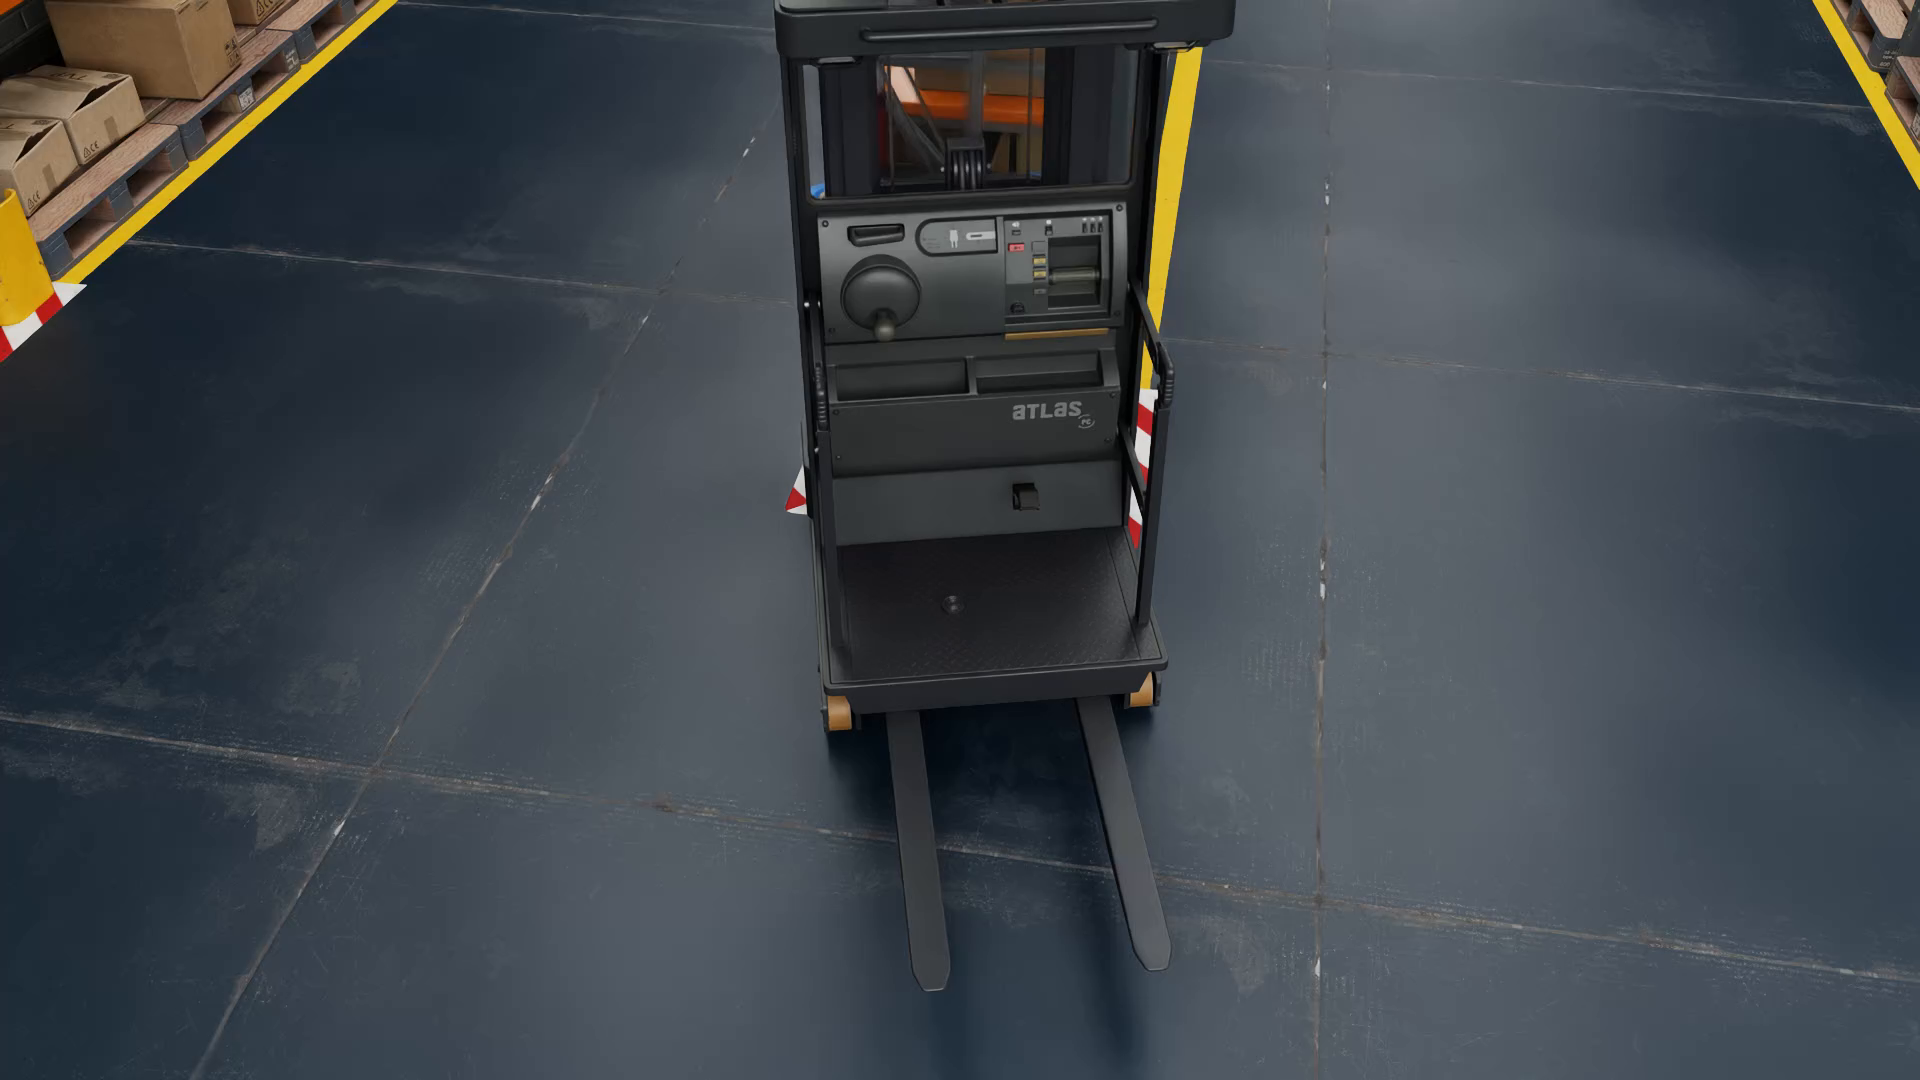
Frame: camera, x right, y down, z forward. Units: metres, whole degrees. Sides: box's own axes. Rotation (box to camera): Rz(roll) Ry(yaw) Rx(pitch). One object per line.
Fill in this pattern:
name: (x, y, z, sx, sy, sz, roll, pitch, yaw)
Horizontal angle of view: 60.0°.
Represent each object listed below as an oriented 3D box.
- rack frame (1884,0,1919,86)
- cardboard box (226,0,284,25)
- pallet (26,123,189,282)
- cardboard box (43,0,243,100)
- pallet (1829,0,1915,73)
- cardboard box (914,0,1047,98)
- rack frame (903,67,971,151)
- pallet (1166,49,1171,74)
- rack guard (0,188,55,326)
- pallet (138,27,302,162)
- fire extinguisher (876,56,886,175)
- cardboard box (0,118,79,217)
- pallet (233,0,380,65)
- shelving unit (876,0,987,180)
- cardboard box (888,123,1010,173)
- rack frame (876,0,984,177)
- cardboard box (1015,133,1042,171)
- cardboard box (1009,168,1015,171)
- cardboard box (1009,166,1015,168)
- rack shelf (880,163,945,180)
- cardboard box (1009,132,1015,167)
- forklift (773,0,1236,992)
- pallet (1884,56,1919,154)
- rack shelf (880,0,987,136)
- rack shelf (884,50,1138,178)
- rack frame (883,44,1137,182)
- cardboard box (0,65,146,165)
rack frame: (5.692, -3.644, 8.304, 1.000, 3.000, 0.127, 6, 40, 8)
cardboard box: (-4.206, -3.287, 9.488, 0.500, 0.500, 0.500, 4, 40, 4)
pallet: (-4.569, -1.705, 8.147, 1.003, 0.211, 1.213, 6, 40, 8)
cardboard box: (-4.275, -2.669, 8.741, 0.700, 0.500, 0.500, 4, 40, 5)
pallet: (5.790, -3.067, 9.793, 1.003, 0.211, 1.213, 6, 40, 8)
cardboard box: (0.215, -2.012, 6.252, 0.700, 0.500, 0.500, 6, 40, 8)
rack frame: (-0.140, -1.238, 6.351, 0.400, 2.100, 0.015, 1, 32, -1)
pallet: (0.635, -2.624, 9.258, 1.003, 0.211, 1.213, 6, 40, 8)
rack guard: (-4.745, -1.311, 7.443, 1.175, 0.500, 0.348, 6, 40, 8)
pallet: (-4.356, -2.469, 9.070, 1.003, 0.211, 1.213, 6, 40, 8)
fire extinguisher: (-0.356, -1.630, 5.928, 0.296, 0.674, 0.183, 6, 40, 8)
cardboard box: (-4.550, -1.784, 7.818, 0.500, 0.311, 0.500, 2, 40, 3)
pallet: (-4.147, -3.237, 9.999, 1.003, 0.211, 1.213, 6, 40, 8)
shelving unit: (-0.139, -1.108, 6.144, 0.431, 2.100, 0.503, 1, 32, -1)
cardboard box: (-0.079, -1.443, 6.881, 0.500, 0.500, 0.500, 6, 40, 8)
rack frame: (-0.139, -0.979, 5.937, 0.400, 2.100, 0.015, 1, 32, -1)
cardboard box: (0.518, -1.700, 7.191, 0.500, 0.500, 0.500, 6, 40, 8)
cardboard box: (-0.002, -1.469, 7.501, 0.500, 0.250, 0.500, 6, 40, 8)
cardboard box: (0.083, -1.783, 7.881, 0.500, 0.250, 0.500, 6, 40, 8)
rack shelf: (-0.140, -1.097, 6.151, 0.431, 0.518, 0.480, 1, 32, -1)
cardboard box: (0.080, -2.072, 7.642, 0.500, 0.500, 0.500, 6, 40, 8)
forklift: (0.068, -0.734, 4.838, 1.130, 2.935, 3.031, -4, 40, -5)
pallet: (5.535, -2.153, 8.688, 1.003, 0.211, 1.213, 6, 40, 8)
rack shelf: (-0.125, -1.691, 5.780, 0.431, 0.518, 0.480, 1, 32, -1)
rack shelf: (0.468, -2.660, 7.678, 1.077, 0.370, 4.000, 6, 40, 8)
rack frame: (0.122, -1.682, 5.931, 1.000, 3.000, 0.127, 6, 40, 8)
cardboard box: (-4.451, -2.142, 8.251, 0.500, 0.311, 0.500, 10, 41, 11)
